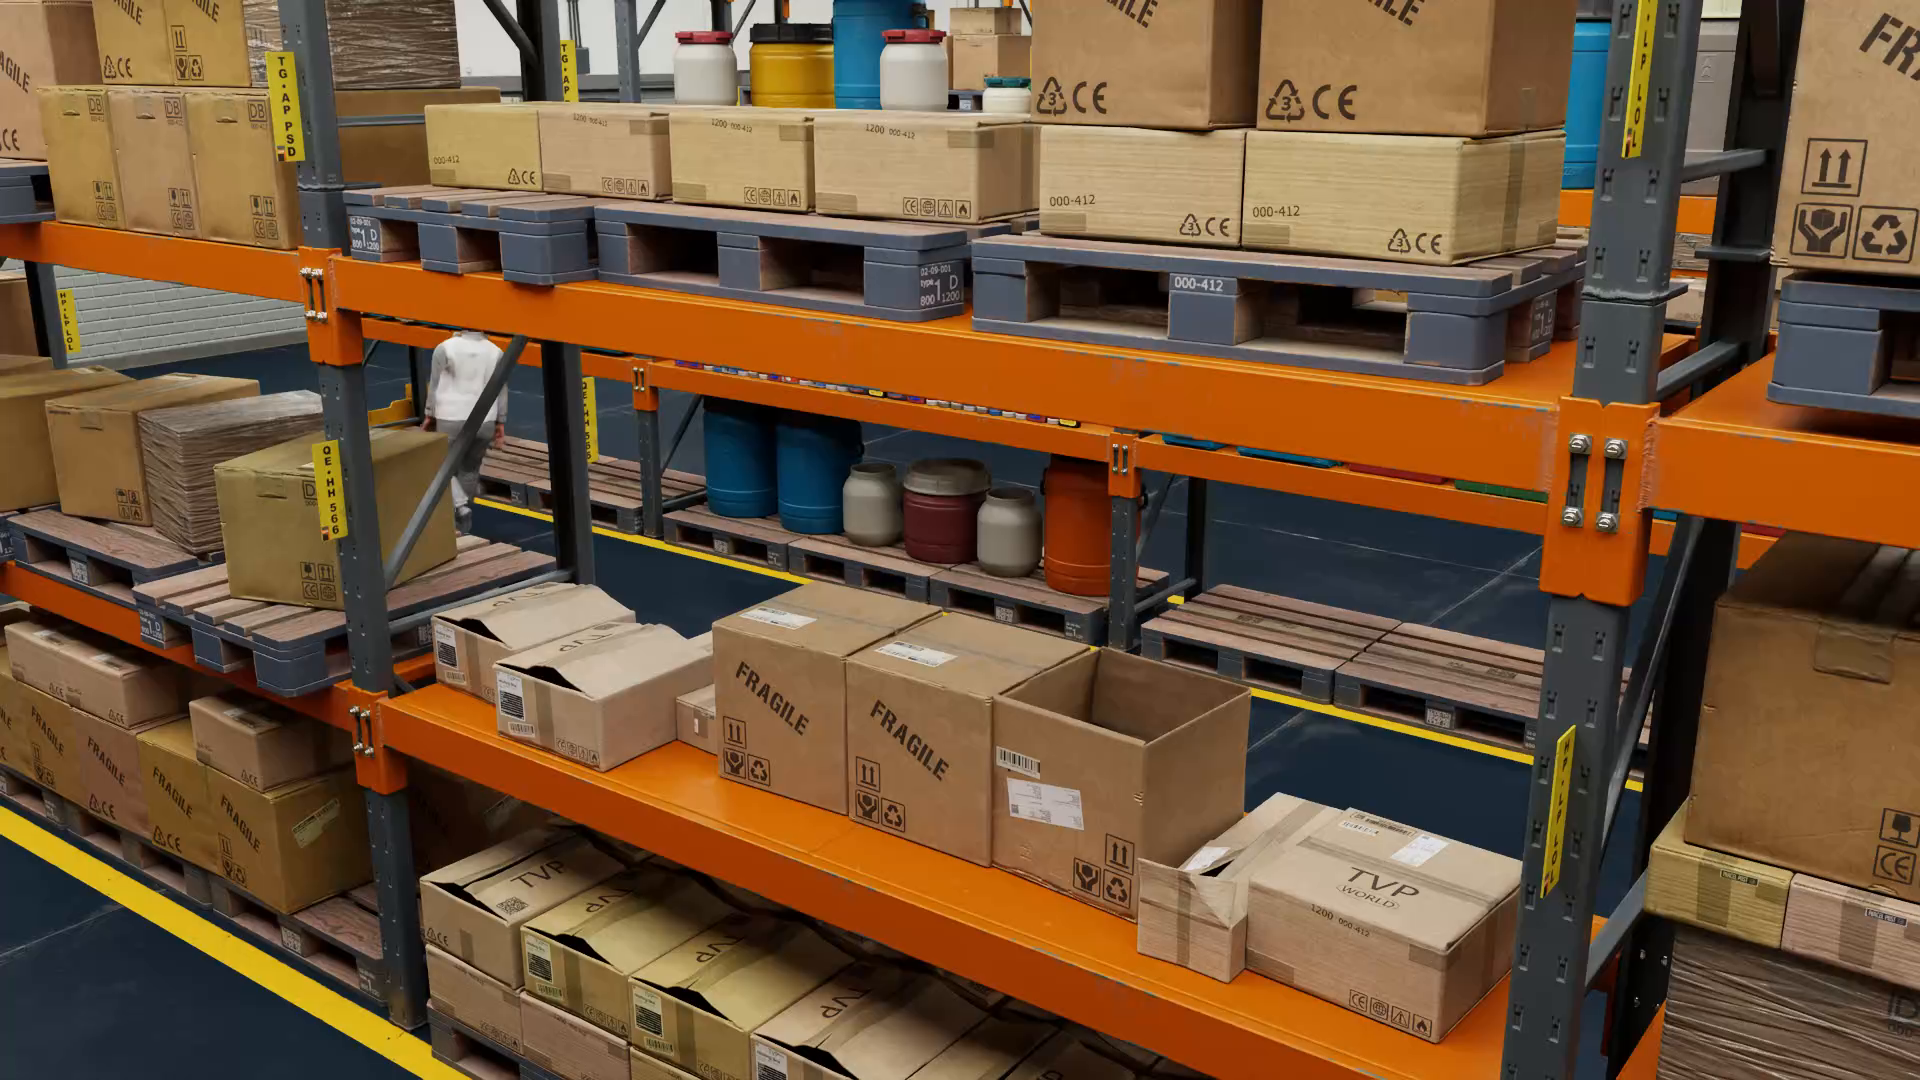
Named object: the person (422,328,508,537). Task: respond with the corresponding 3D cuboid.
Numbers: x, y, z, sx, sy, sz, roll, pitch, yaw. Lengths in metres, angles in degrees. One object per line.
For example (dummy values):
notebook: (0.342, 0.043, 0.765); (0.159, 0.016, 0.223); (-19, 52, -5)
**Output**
person: (-3.509, -0.845, 11.868); (0.626, 1.736, 0.773); (-9, 19, -28)
